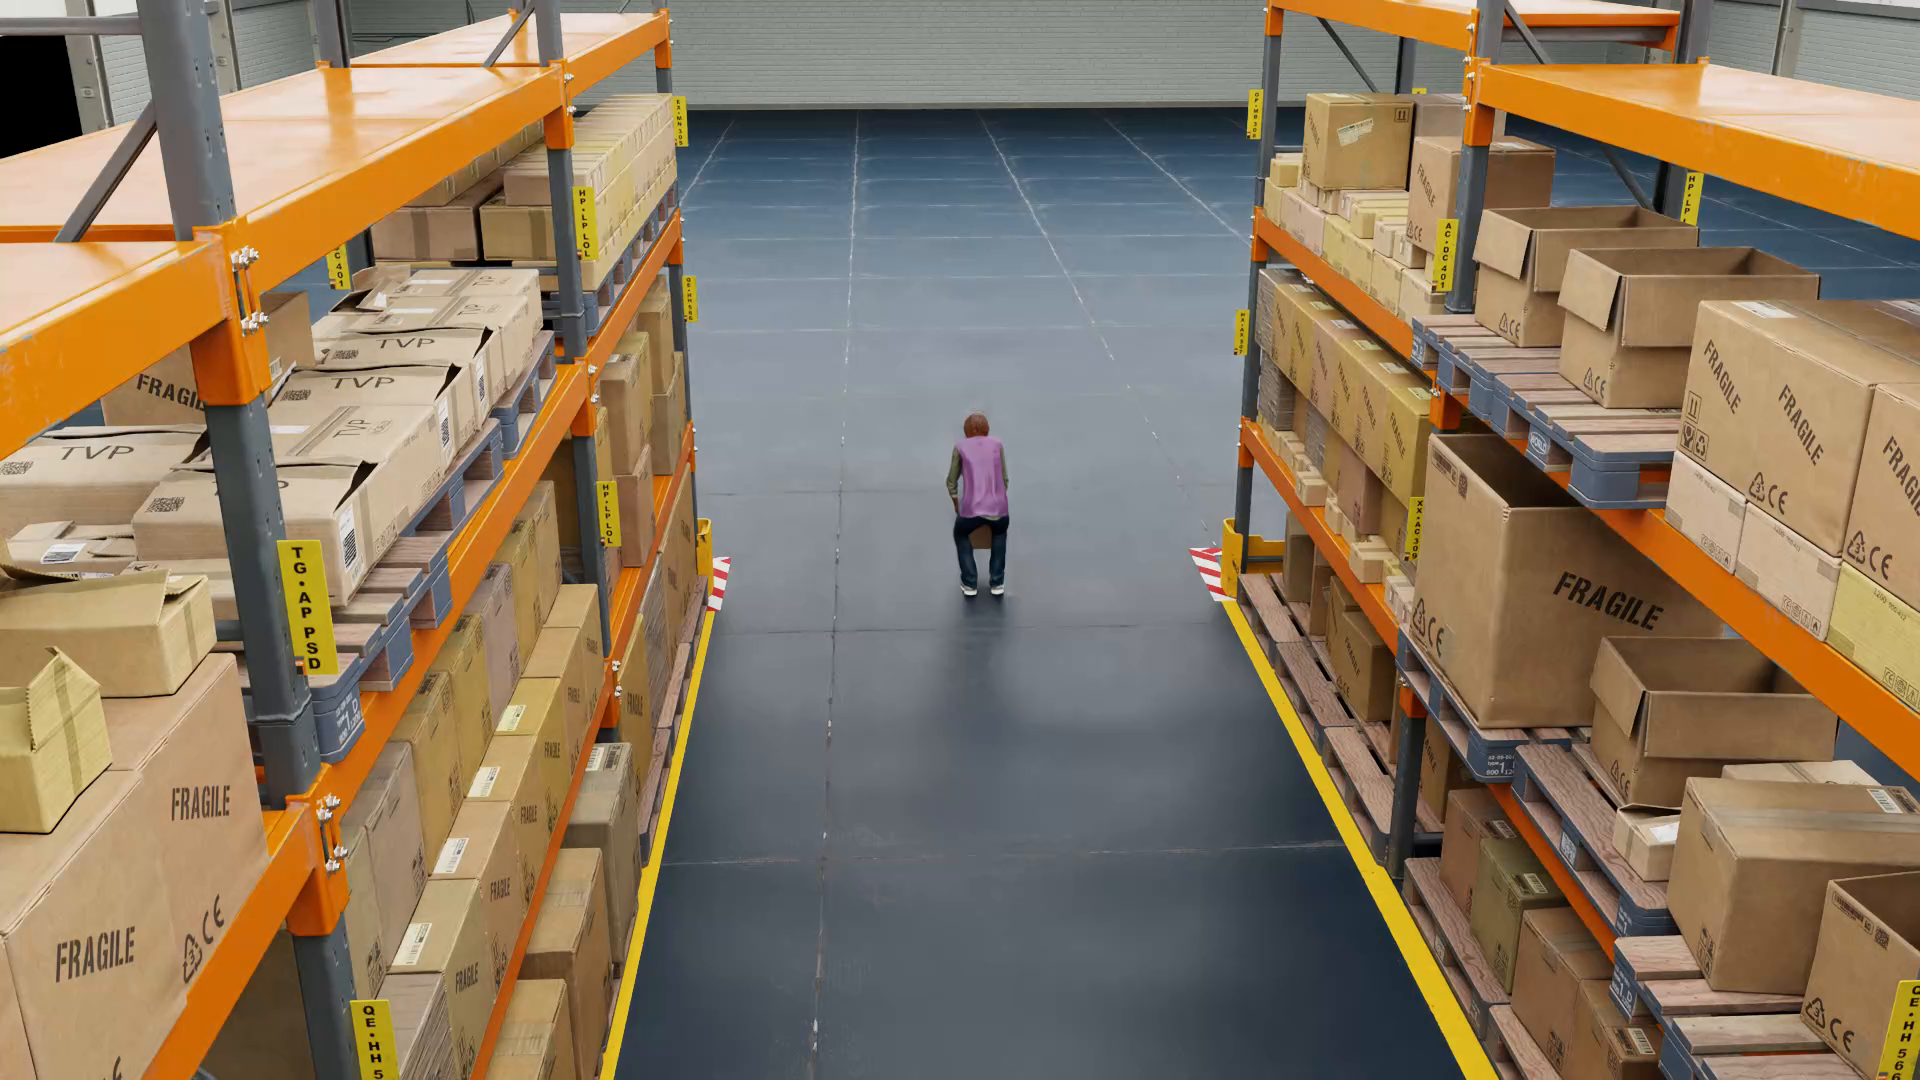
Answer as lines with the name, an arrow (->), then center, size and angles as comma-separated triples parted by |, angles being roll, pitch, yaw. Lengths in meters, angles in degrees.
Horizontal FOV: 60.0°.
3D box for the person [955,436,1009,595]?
person -> 0.161, -0.149, 12.101 | 0.379, 1.170, 0.479 | -1, 21, -3
